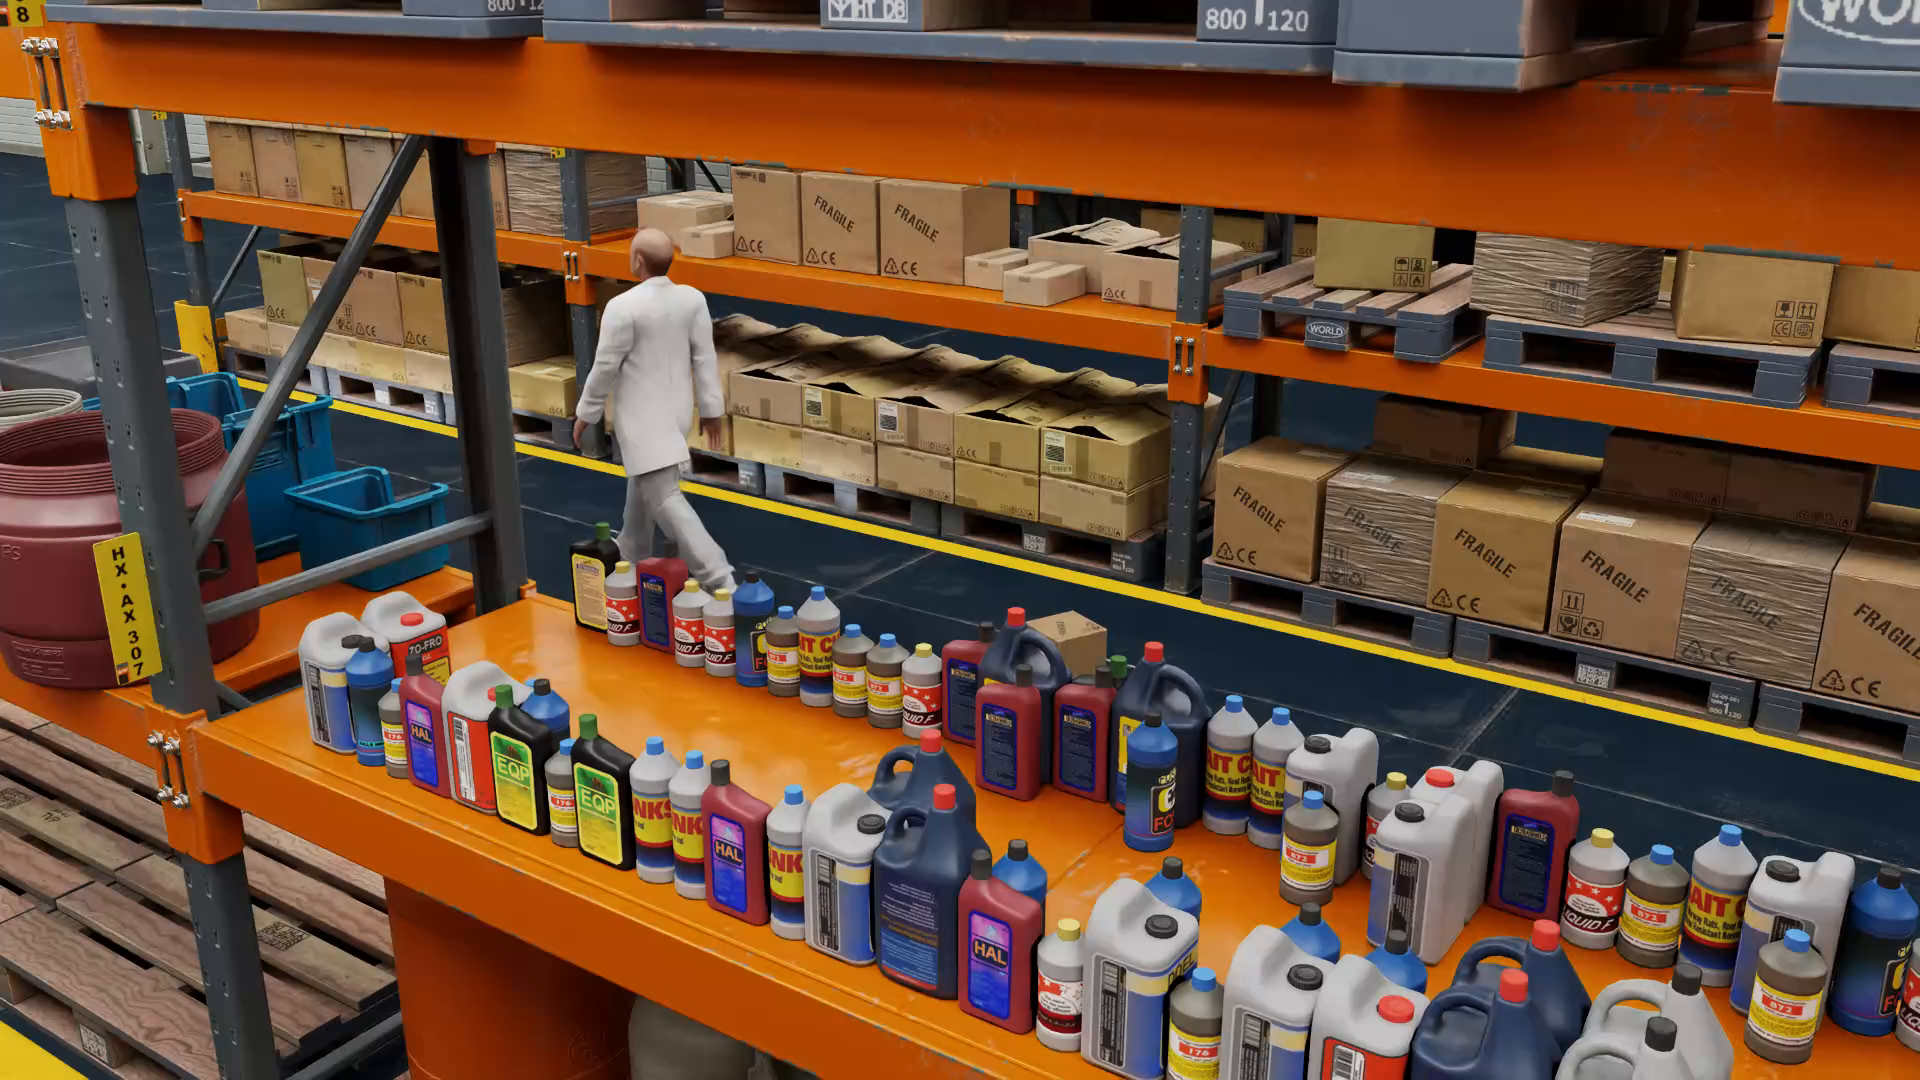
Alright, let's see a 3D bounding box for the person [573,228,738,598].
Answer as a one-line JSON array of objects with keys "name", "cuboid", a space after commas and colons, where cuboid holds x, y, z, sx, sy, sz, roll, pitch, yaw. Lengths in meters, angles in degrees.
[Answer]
[{"name": "person", "cuboid": [-1.447, -0.579, 7.732, 1.117, 1.733, 0.617, 14, 24, 35]}]
